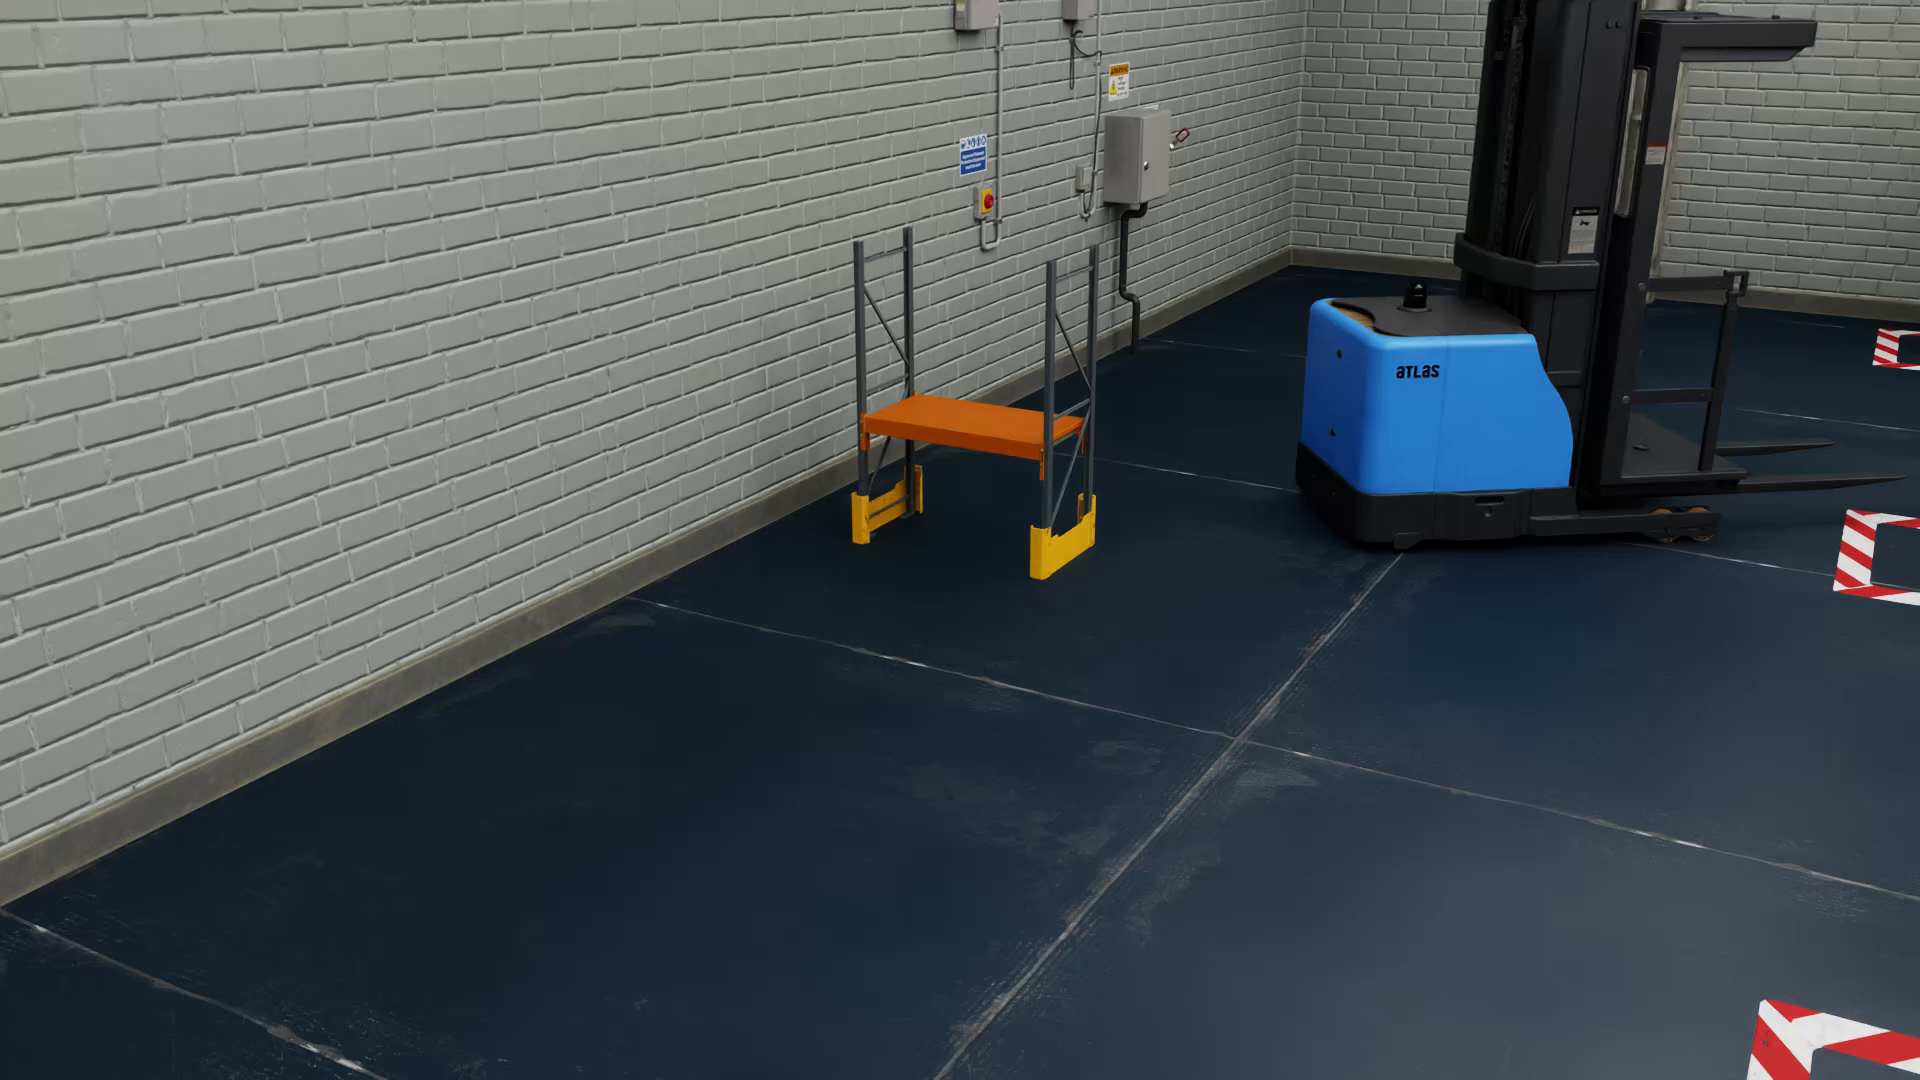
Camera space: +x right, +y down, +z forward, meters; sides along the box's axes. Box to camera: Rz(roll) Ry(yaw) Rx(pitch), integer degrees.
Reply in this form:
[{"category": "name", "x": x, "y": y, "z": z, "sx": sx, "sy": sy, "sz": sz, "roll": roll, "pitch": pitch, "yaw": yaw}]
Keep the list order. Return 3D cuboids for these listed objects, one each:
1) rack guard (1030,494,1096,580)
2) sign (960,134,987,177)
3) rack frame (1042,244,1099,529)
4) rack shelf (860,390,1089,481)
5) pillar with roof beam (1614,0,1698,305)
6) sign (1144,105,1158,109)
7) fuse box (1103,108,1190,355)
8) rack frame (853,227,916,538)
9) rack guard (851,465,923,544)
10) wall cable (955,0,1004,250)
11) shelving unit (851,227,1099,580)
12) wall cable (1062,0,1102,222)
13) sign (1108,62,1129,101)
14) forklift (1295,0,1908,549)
[{"category": "rack guard", "x": 0.501, "y": -0.022, "z": 8.059, "sx": 0.087, "sy": 0.250, "sz": 0.587, "roll": 11, "pitch": 23, "yaw": 27}, {"category": "sign", "x": 0.079, "y": -2.288, "z": 9.879, "sx": 0.001, "sy": 0.218, "sz": 0.327, "roll": 11, "pitch": 23, "yaw": 27}, {"category": "rack frame", "x": 0.518, "y": -0.606, "z": 7.837, "sx": 0.032, "sy": 1.500, "sz": 0.500, "roll": 11, "pitch": 23, "yaw": 27}, {"category": "rack shelf", "x": 0.074, "y": -0.522, "z": 8.132, "sx": 1.000, "sy": 0.185, "sz": 0.538, "roll": 11, "pitch": 23, "yaw": 27}, {"category": "pillar with roof beam", "x": 3.494, "y": -4.968, "z": 8.865, "sx": 0.400, "sy": 9.000, "sz": 9.100, "roll": 11, "pitch": 23, "yaw": 27}, {"category": "sign", "x": 1.368, "y": -2.903, "z": 12.110, "sx": 0.001, "sy": 0.494, "sz": 0.329, "roll": 11, "pitch": 23, "yaw": 27}, {"category": "fuse box", "x": 1.308, "y": -2.161, "z": 11.813, "sx": 0.414, "sy": 1.711, "sz": 0.539, "roll": 11, "pitch": 23, "yaw": 27}, {"category": "rack frame", "x": -0.369, "y": -0.775, "z": 8.303, "sx": 0.032, "sy": 1.500, "sz": 0.500, "roll": 11, "pitch": 23, "yaw": 27}, {"category": "rack guard", "x": -0.368, "y": -0.188, "z": 8.516, "sx": 0.087, "sy": 0.250, "sz": 0.587, "roll": 11, "pitch": 23, "yaw": 27}, {"category": "wall cable", "x": 0.156, "y": -2.658, "z": 9.758, "sx": 0.123, "sy": 1.953, "sz": 0.585, "roll": 11, "pitch": 23, "yaw": 27}, {"category": "shelving unit", "x": 0.067, "y": -0.692, "z": 8.074, "sx": 1.083, "sy": 1.500, "sz": 0.587, "roll": 11, "pitch": 23, "yaw": 27}, {"category": "wall cable", "x": 0.838, "y": -3.067, "z": 10.932, "sx": 0.122, "sy": 1.984, "sz": 0.588, "roll": 11, "pitch": 23, "yaw": 27}, {"category": "sign", "x": 1.100, "y": -3.173, "z": 11.502, "sx": 0.001, "sy": 0.242, "sz": 0.339, "roll": 11, "pitch": 23, "yaw": 27}, {"category": "forklift", "x": 3.372, "y": -1.540, "z": 8.312, "sx": 3.031, "sy": 2.935, "sz": 1.130, "roll": -3, "pitch": 20, "yaw": -7}]
